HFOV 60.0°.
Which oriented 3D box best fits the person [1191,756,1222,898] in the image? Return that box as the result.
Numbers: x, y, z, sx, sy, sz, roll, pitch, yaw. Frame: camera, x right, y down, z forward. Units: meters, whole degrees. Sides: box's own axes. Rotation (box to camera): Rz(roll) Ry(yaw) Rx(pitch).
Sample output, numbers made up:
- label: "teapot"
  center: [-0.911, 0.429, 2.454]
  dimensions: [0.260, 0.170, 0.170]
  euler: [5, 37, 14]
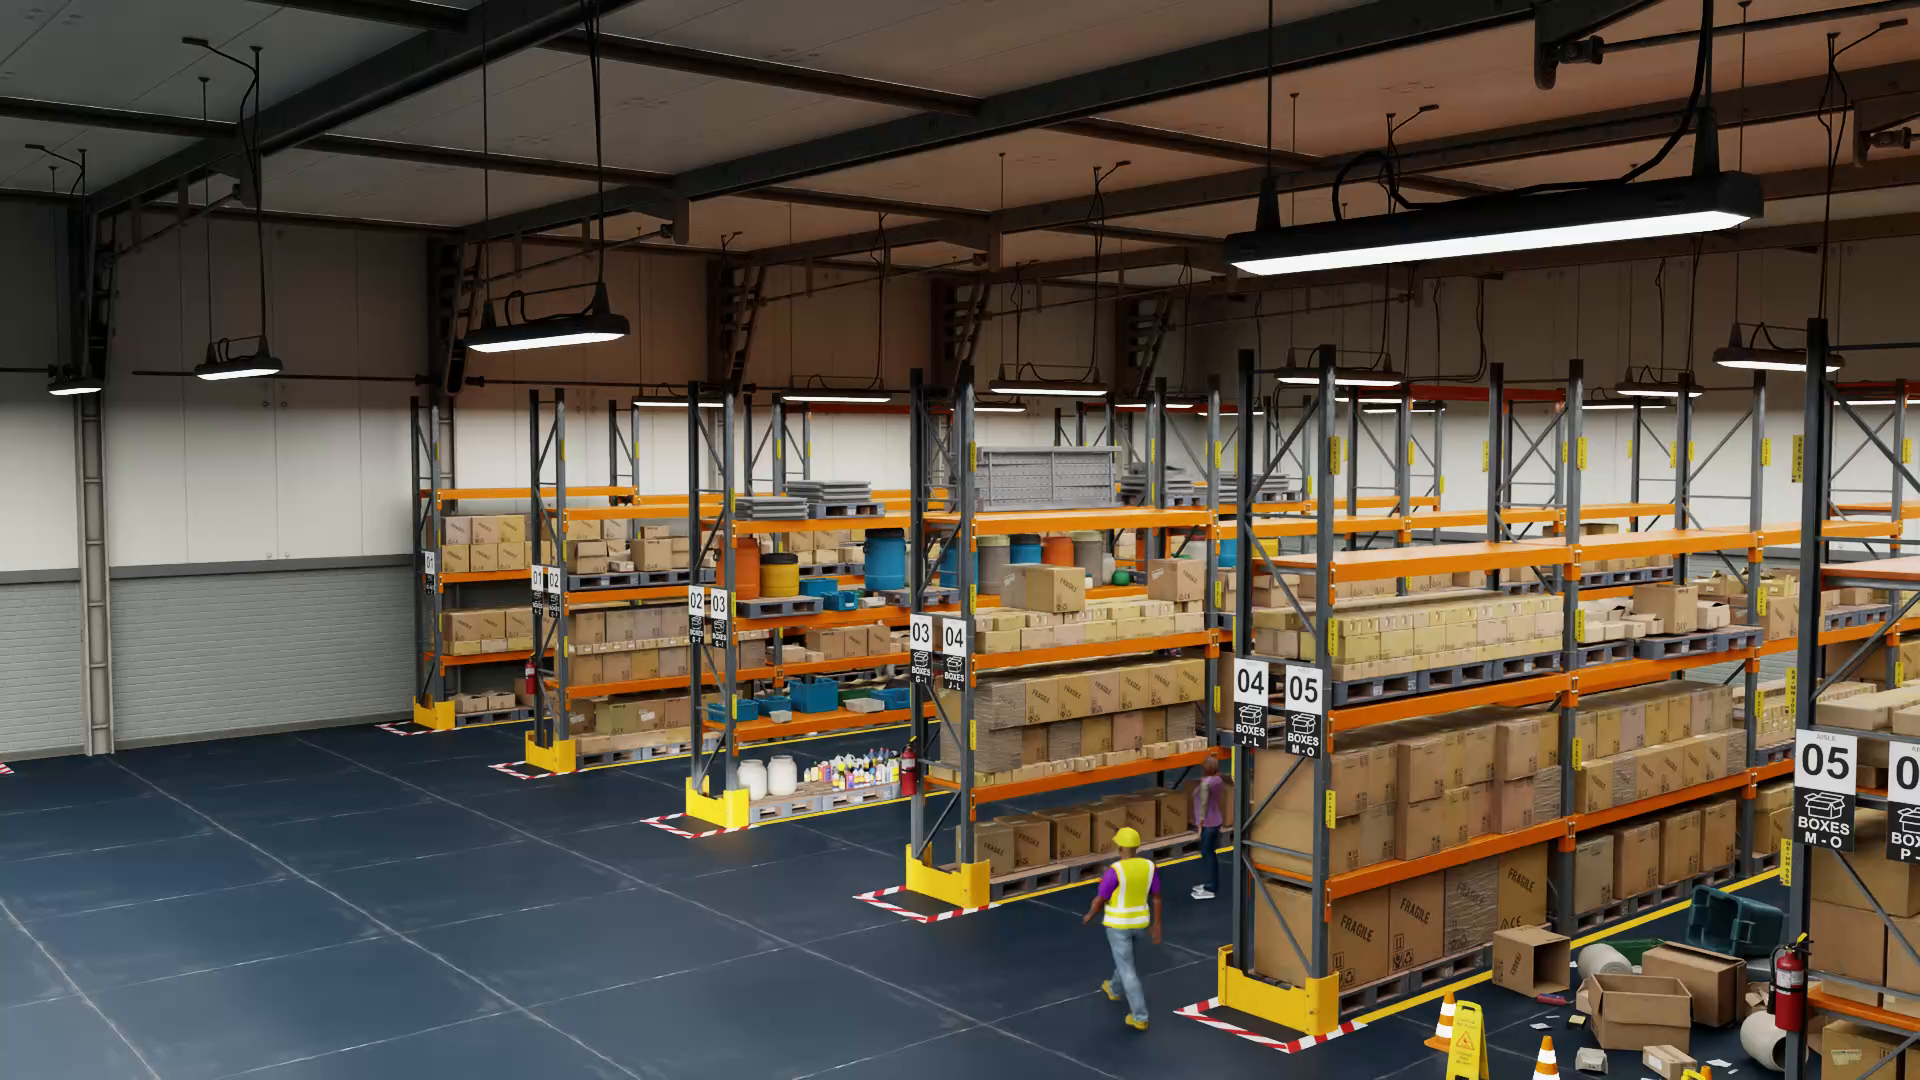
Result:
- label: "person"
  center: [2.803, 3.243, 18.870]
  dimensions: [0.334, 1.600, 0.443]
  euler: [1, 3, 15]

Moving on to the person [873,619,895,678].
- label: "person"
  center: [-1.511, 2.396, 33.201]
  dimensions: [0.530, 1.636, 0.489]
  euler: [0, 3, -7]

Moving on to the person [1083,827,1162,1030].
- label: "person"
  center: [1.409, 3.398, 14.886]
  dimensions: [0.589, 1.719, 1.001]
  euler: [-2, 4, -32]
